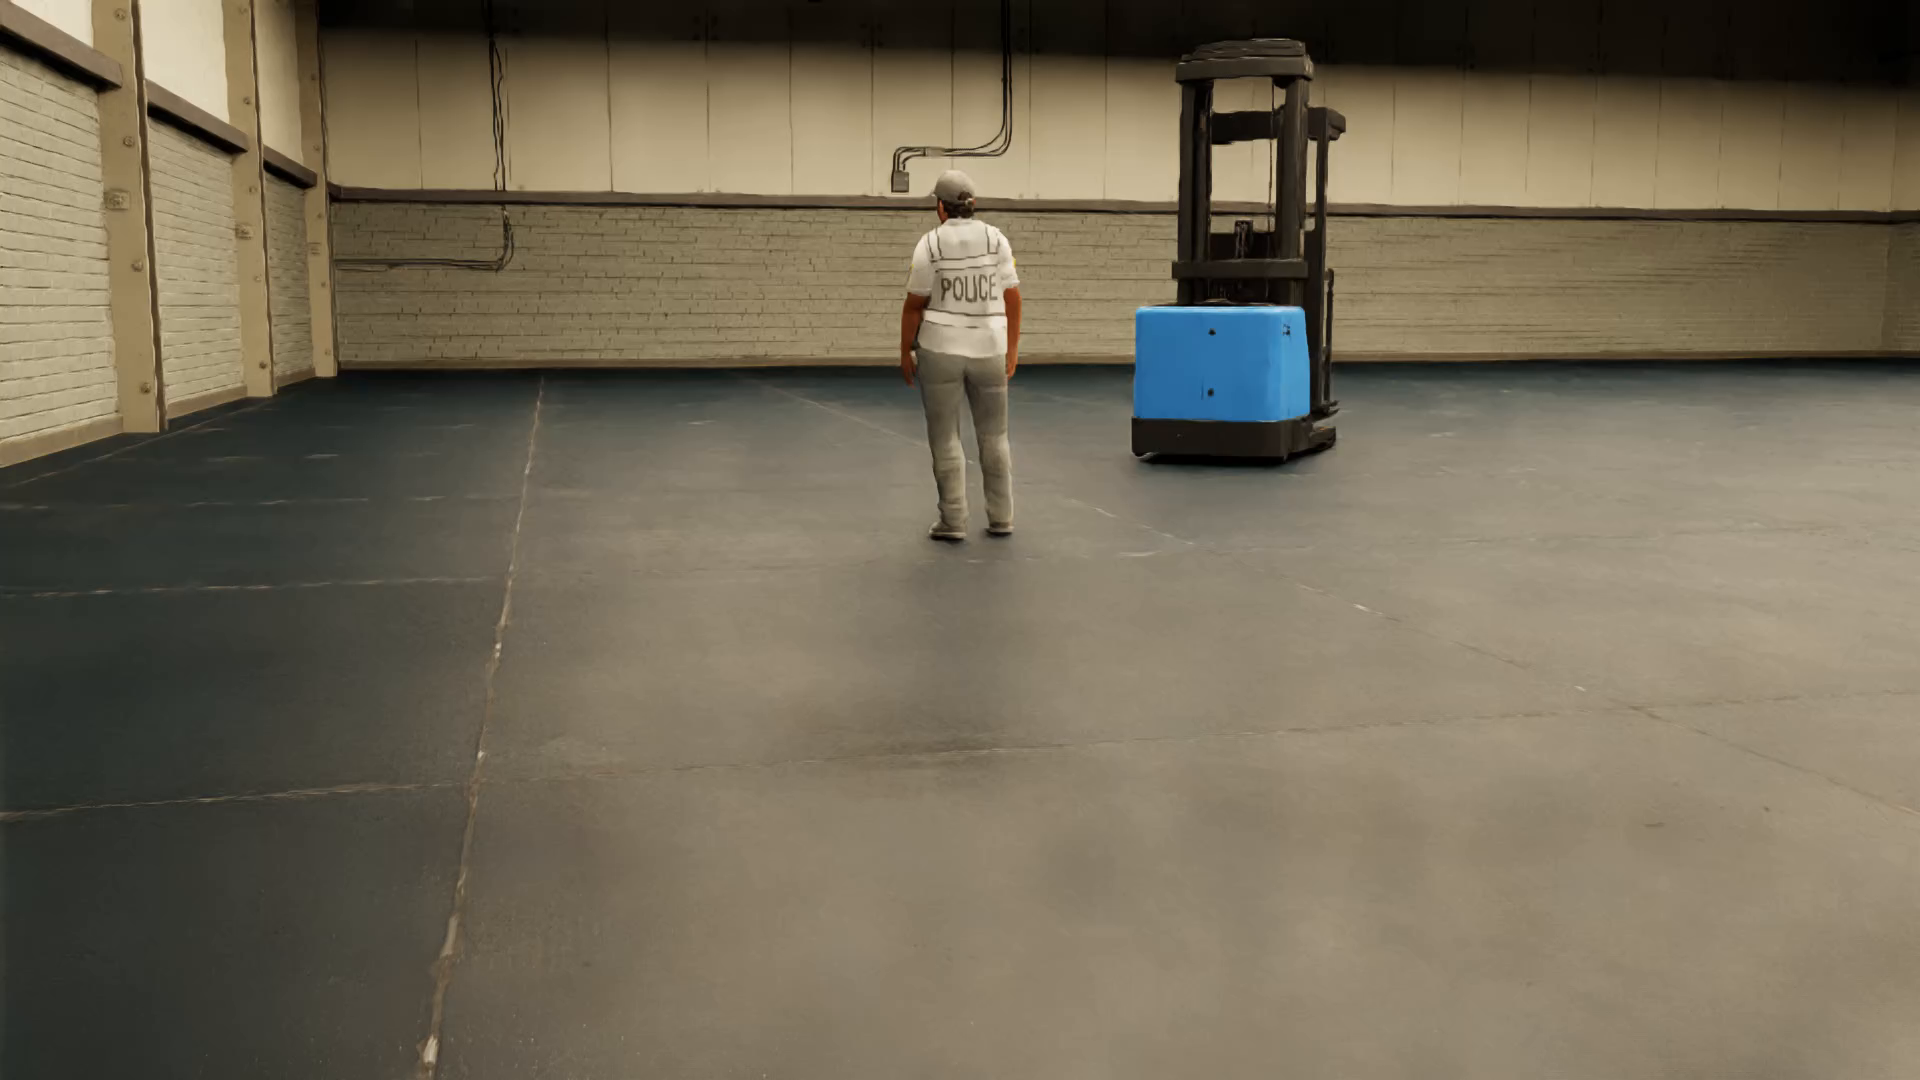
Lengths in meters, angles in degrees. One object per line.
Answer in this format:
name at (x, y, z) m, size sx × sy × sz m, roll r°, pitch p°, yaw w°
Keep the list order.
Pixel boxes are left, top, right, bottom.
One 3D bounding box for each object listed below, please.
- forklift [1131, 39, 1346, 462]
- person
forklift at (2.249, -2.154, 12.516) m, size 1.130 × 2.935 × 3.031 m, roll 3°, pitch 9°, yaw 23°
person at (0.004, -0.844, 7.670) m, size 0.598 × 1.669 × 0.529 m, roll -2°, pitch 8°, yaw -13°
